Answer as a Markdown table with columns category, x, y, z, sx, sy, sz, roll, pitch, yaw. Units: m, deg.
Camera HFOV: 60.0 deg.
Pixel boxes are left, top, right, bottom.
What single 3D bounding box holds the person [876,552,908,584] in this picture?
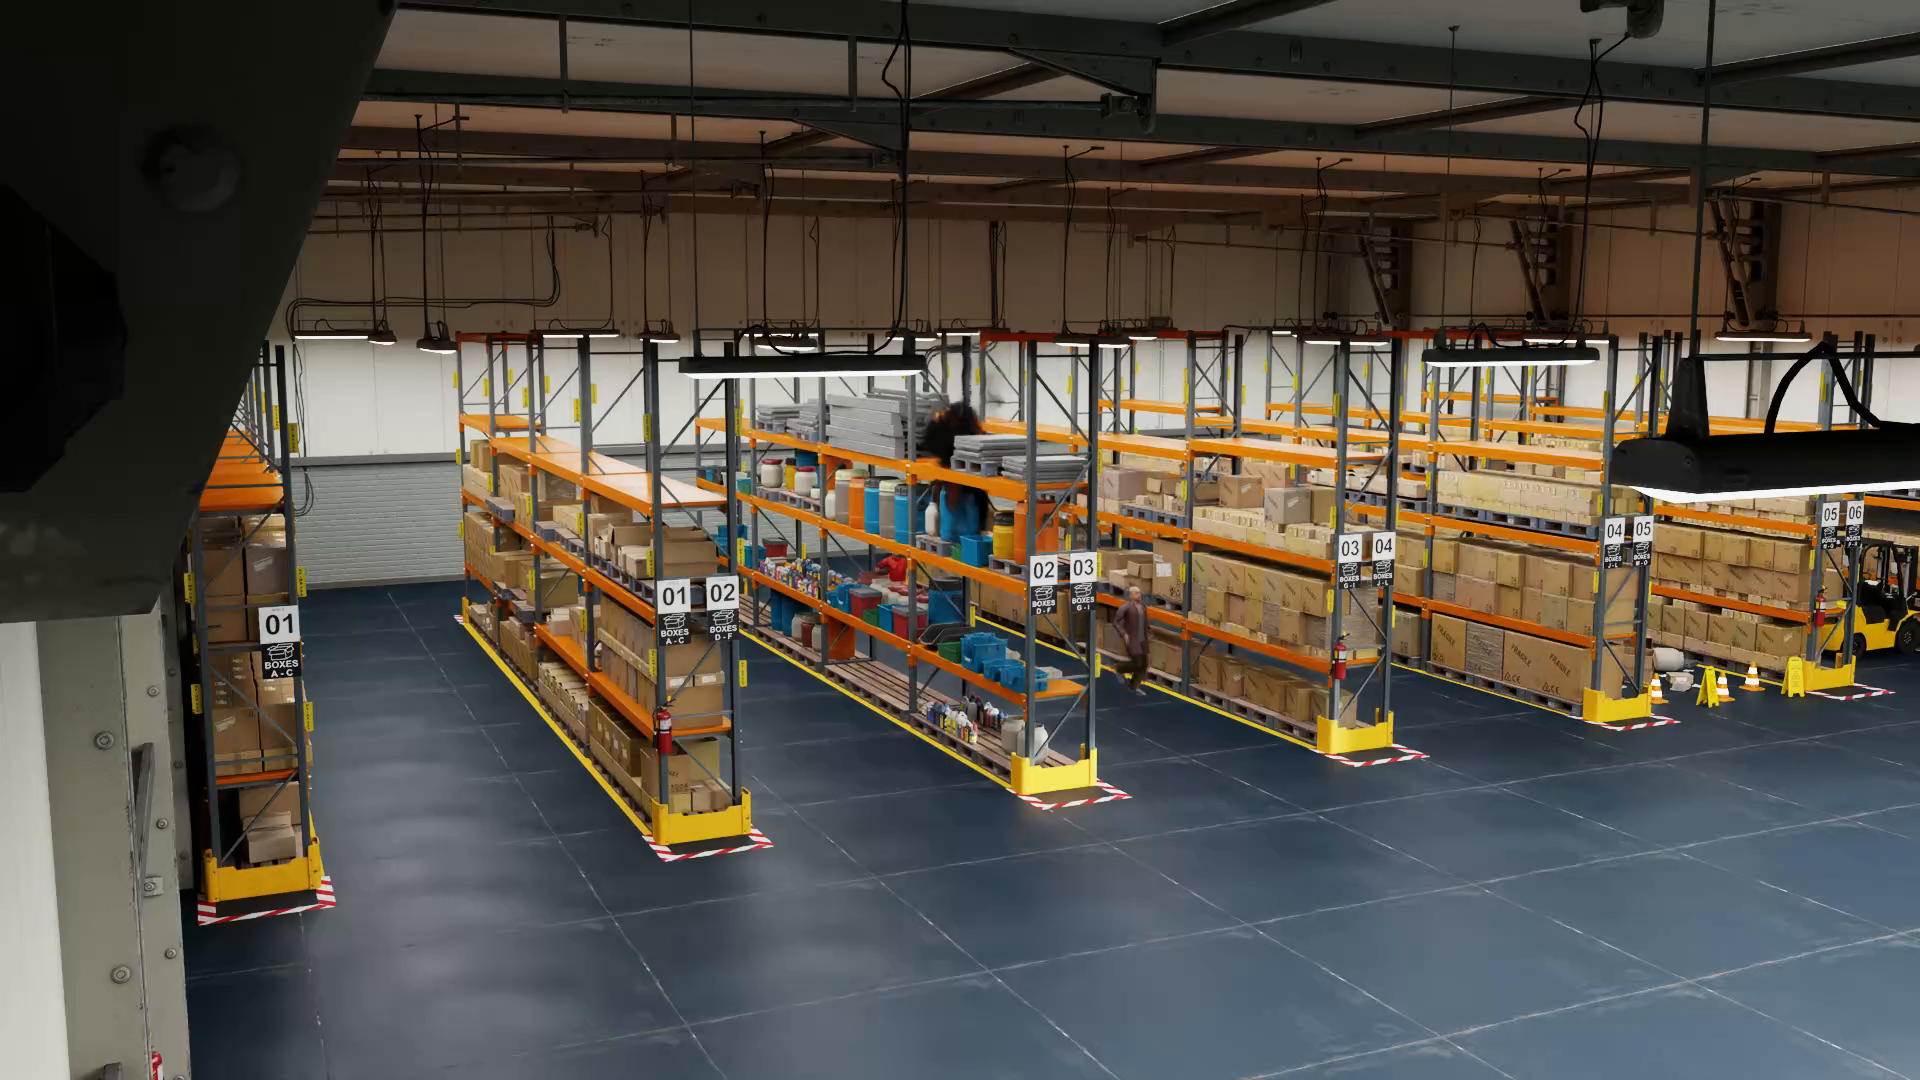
| category | x | y | z | sx | sy | sz | roll | pitch | yaw |
| --- | --- | --- | --- | --- | --- | --- | --- | --- | --- |
| person | -1.283 | 0.986 | 33.459 | 0.631 | 1.798 | 0.768 | -7 | 10 | -42 |

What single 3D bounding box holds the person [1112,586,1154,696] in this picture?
| category | x | y | z | sx | sy | sz | roll | pitch | yaw |
| --- | --- | --- | --- | --- | --- | --- | --- | --- | --- |
| person | 2.782 | 1.605 | 26.622 | 0.709 | 1.748 | 0.640 | -6 | 10 | -37 |

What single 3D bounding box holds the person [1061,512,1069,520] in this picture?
| category | x | y | z | sx | sy | sz | roll | pitch | yaw |
| --- | --- | --- | --- | --- | --- | --- | --- | --- | --- |
| person | 2.485 | -0.055 | 41.495 | 0.832 | 1.615 | 0.725 | -3 | 8 | -23 |
